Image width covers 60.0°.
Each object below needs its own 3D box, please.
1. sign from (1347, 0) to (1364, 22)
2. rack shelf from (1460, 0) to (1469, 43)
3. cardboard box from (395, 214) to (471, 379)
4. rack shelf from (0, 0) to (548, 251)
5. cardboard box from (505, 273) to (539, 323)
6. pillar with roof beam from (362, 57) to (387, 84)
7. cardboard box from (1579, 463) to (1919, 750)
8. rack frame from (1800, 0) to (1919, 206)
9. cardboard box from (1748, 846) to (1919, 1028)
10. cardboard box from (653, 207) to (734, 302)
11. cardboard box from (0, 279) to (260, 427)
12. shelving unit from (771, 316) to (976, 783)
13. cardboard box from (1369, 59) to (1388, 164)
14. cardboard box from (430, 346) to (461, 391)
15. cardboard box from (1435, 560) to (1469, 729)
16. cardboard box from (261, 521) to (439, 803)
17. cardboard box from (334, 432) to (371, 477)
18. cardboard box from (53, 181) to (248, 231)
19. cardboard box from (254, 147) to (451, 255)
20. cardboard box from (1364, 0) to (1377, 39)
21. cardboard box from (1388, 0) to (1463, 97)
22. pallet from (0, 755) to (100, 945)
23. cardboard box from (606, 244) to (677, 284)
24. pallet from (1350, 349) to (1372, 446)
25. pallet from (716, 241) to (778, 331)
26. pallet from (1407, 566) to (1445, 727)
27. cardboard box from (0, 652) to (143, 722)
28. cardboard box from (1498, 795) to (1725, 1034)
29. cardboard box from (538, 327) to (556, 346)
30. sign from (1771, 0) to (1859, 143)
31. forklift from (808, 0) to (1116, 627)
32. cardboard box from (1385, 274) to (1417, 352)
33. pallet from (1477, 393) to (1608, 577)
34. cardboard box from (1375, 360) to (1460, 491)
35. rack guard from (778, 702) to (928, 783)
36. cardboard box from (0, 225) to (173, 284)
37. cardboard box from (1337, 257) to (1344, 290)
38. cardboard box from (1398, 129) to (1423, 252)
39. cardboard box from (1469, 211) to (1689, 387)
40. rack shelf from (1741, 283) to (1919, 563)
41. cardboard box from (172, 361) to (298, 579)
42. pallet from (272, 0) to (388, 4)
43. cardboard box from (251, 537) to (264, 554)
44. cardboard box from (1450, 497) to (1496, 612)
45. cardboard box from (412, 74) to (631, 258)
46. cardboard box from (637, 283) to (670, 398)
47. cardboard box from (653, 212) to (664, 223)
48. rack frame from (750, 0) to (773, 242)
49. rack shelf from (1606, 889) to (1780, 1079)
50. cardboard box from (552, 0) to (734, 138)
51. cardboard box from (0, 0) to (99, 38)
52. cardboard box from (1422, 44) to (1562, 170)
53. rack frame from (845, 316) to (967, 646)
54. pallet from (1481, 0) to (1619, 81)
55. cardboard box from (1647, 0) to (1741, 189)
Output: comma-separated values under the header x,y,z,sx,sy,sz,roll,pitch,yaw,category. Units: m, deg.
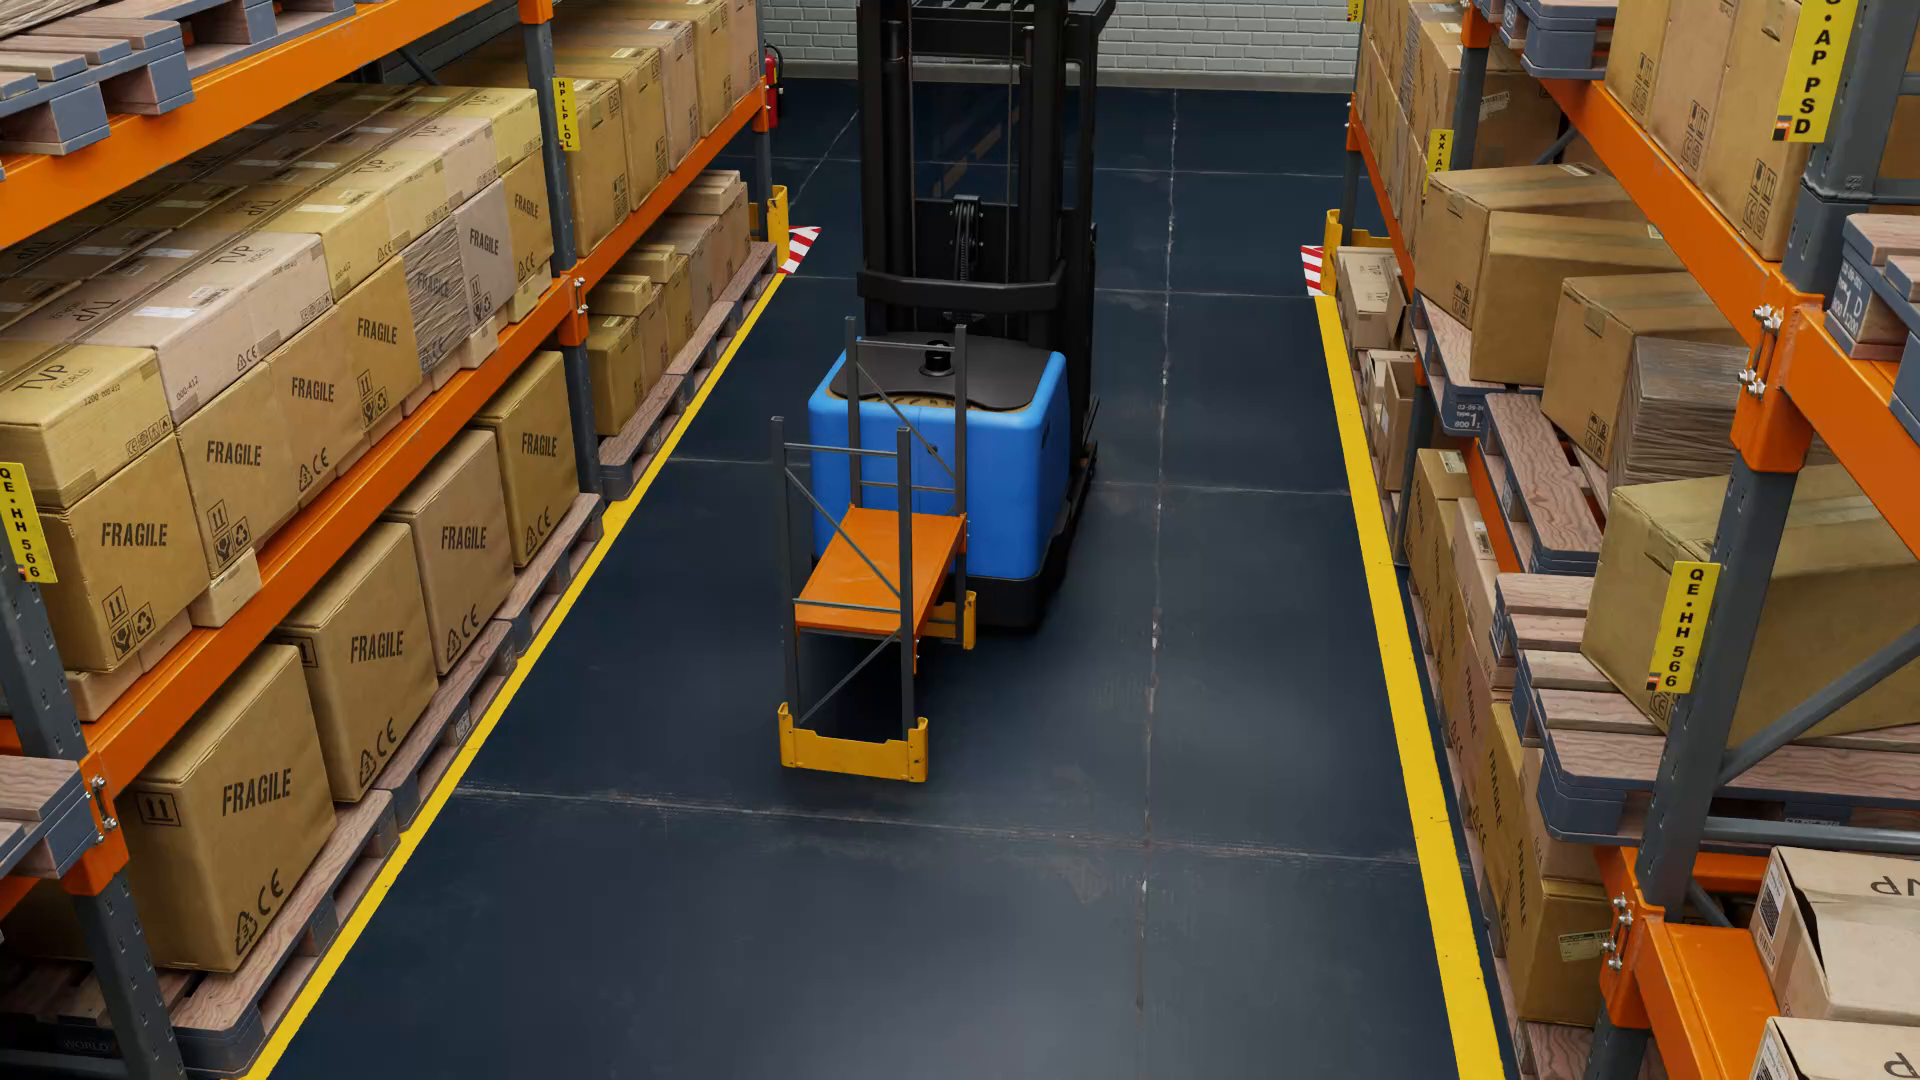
x,y,z,sx,sy,sz,roll,pitch,yaw,category
2.546,-3.485,10.643,0.100,0.325,0.005,3,28,6,sign
2.839,-3.134,8.501,1.077,0.370,4.000,3,28,6,rack shelf
-2.252,-0.950,6.411,0.500,0.500,0.500,3,29,6,cardboard box
-2.568,-1.538,5.537,1.077,0.370,4.000,3,28,6,rack shelf
-2.091,-1.078,7.331,0.380,0.149,0.250,4,29,7,cardboard box
1.177,-4.246,6.643,9.100,9.000,0.400,3,28,6,pillar with roof beam
2.069,0.162,4.239,0.700,0.500,0.500,-6,29,-11,cardboard box
2.104,-1.947,2.377,1.000,3.000,0.127,3,28,6,rack frame
2.016,0.902,3.508,0.500,0.311,0.500,5,29,9,cardboard box
-1.880,-1.872,10.754,0.700,0.500,0.500,3,28,6,cardboard box
-2.436,-0.558,4.892,0.500,0.250,0.500,3,28,5,cardboard box
-0.319,0.011,6.649,0.587,1.500,1.083,5,29,10,shelving unit
2.646,-2.443,9.517,0.500,0.500,0.500,3,28,6,cardboard box
-2.237,-0.719,6.666,0.380,0.149,0.250,3,28,6,cardboard box
2.170,0.418,6.484,0.500,0.500,0.500,4,29,7,cardboard box
-2.479,0.419,6.134,0.750,0.750,0.750,3,28,6,cardboard box
-2.365,-0.355,5.990,0.380,0.149,0.250,4,29,6,cardboard box
-2.820,-1.059,5.823,0.500,0.250,0.500,3,28,5,cardboard box
-2.261,-1.274,6.222,0.500,0.250,0.500,4,29,7,cardboard box
2.768,-3.363,10.169,0.500,0.500,0.500,4,29,8,cardboard box
2.584,-2.642,8.831,0.500,0.500,0.500,3,28,6,cardboard box
-2.794,0.834,3.742,1.213,0.211,1.003,3,28,6,pallet
-1.843,-1.588,9.543,0.380,0.149,0.250,3,28,5,cardboard box
2.826,-0.860,9.625,1.003,0.211,1.213,3,28,6,pallet
-1.853,-1.749,11.275,1.003,0.211,1.213,3,28,6,pallet
2.532,0.424,7.241,1.003,0.211,1.213,3,28,6,pallet
-2.543,0.368,4.648,0.380,0.149,0.250,3,28,5,cardboard box
1.986,1.147,5.131,0.500,0.500,0.500,4,29,8,cardboard box
-2.344,-1.135,8.702,0.380,0.149,0.250,3,28,6,cardboard box
1.566,-0.887,3.026,0.100,0.325,0.005,3,28,6,sign
0.126,-1.583,8.098,1.130,2.935,3.031,6,29,10,forklift
2.819,-1.168,9.424,0.797,0.503,0.637,3,28,6,cardboard box
2.338,-0.137,5.545,1.003,0.211,1.213,3,28,6,pallet
2.382,-0.567,8.311,0.500,0.500,0.500,3,28,6,cardboard box
-0.417,0.792,6.516,0.587,0.250,0.087,5,29,10,rack guard
-2.882,-0.820,5.378,0.500,0.250,0.500,3,28,5,cardboard box
2.661,-1.723,10.810,0.380,0.166,0.250,3,28,6,cardboard box
2.462,-1.726,8.186,0.500,0.500,0.500,4,29,8,cardboard box
2.293,-0.881,6.174,0.700,0.500,0.500,8,29,14,cardboard box
1.859,0.631,1.511,1.077,0.370,4.000,3,28,6,rack shelf
-2.426,-0.236,5.085,0.500,0.500,0.500,4,29,8,cardboard box
-2.386,-2.277,6.353,0.805,0.209,1.217,2,28,4,pallet
-2.478,0.004,5.323,0.380,0.149,0.250,3,28,6,cardboard box
2.170,0.072,6.335,0.500,0.250,0.500,3,29,6,cardboard box
-2.240,-1.862,8.227,0.980,0.700,0.700,4,29,7,cardboard box
-2.065,-1.142,9.400,0.700,0.500,0.500,3,28,6,cardboard box
-2.095,-2.107,10.507,0.380,0.149,0.250,4,29,7,cardboard box
-1.833,-3.358,11.321,1.000,3.000,0.127,3,28,6,rack frame
1.859,1.952,2.223,1.077,0.370,4.000,3,28,6,rack shelf
-1.963,-2.906,10.166,0.980,0.700,0.700,3,28,6,cardboard box
-2.798,-1.635,4.390,0.700,0.500,0.500,2,28,3,cardboard box
2.399,-1.926,7.503,0.500,0.500,0.500,3,29,6,cardboard box
-0.221,-0.222,7.080,0.500,1.500,0.032,5,29,10,rack frame
2.320,-1.636,5.159,1.213,0.211,1.003,3,28,6,pallet
2.186,-1.118,3.895,0.910,0.500,0.500,3,28,6,cardboard box
